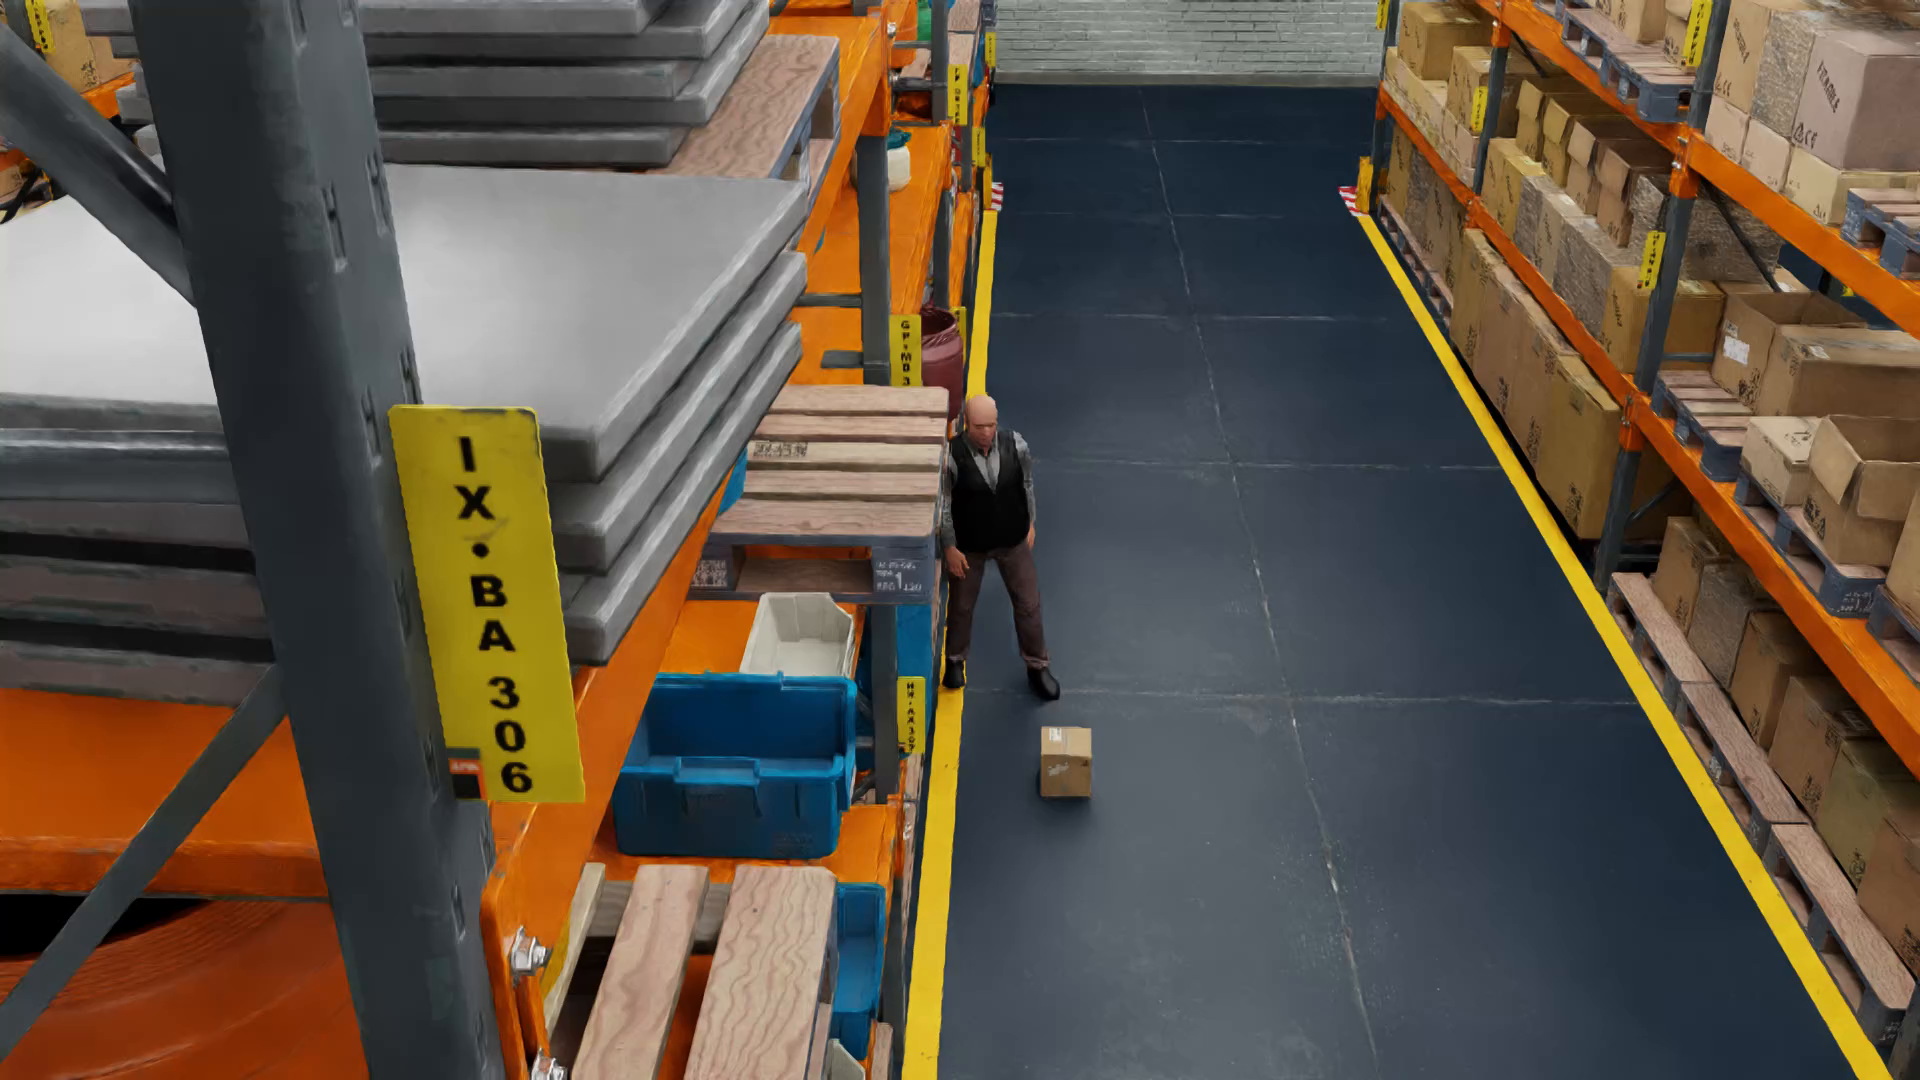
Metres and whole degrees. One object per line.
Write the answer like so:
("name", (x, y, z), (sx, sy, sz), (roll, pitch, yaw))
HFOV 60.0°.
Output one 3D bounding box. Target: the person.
("person", (0.181, 0.025, 8.800), (0.655, 1.715, 0.533), (-7, 29, -13))
